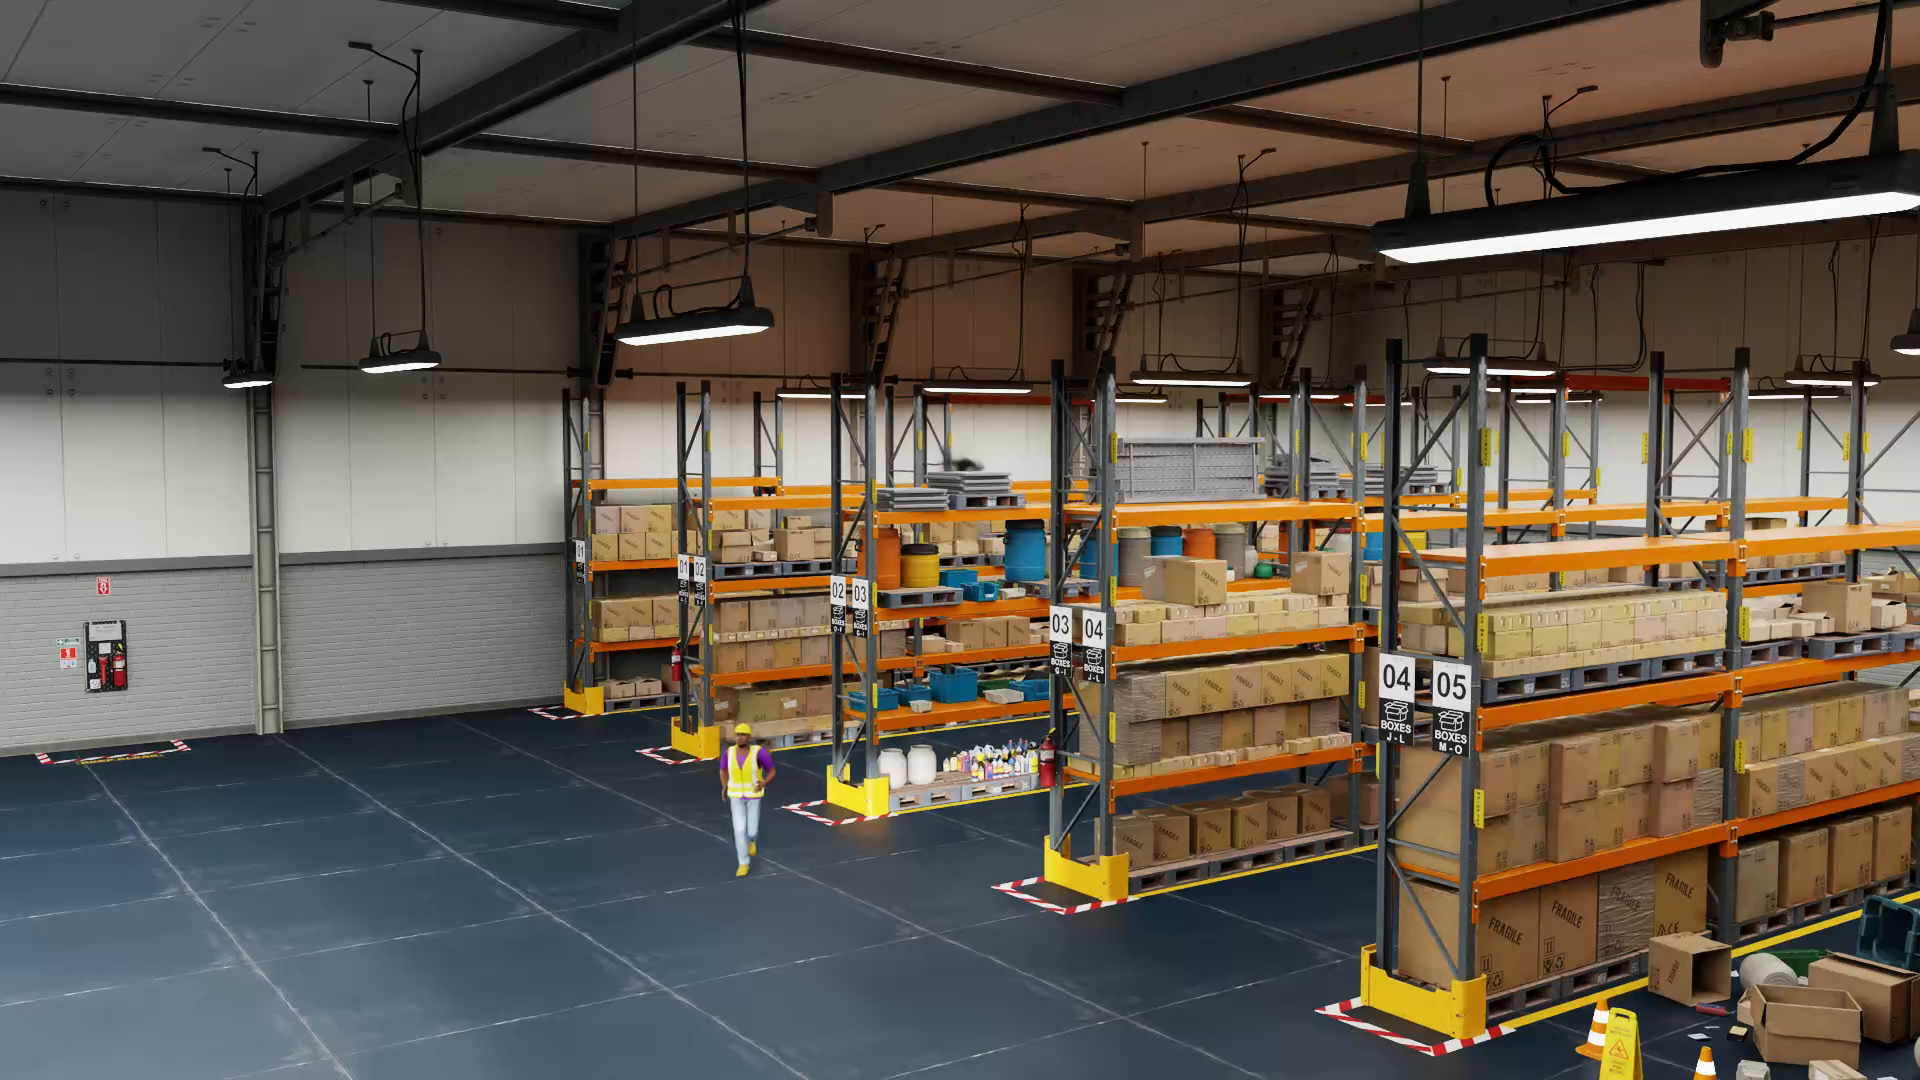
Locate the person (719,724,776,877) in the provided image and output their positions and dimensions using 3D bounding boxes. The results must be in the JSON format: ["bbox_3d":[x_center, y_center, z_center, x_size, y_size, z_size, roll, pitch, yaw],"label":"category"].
[{"bbox_3d":[-2.526,3.039,19.663,0.691,1.756,0.729,0,4,2],"label":"person"}]
